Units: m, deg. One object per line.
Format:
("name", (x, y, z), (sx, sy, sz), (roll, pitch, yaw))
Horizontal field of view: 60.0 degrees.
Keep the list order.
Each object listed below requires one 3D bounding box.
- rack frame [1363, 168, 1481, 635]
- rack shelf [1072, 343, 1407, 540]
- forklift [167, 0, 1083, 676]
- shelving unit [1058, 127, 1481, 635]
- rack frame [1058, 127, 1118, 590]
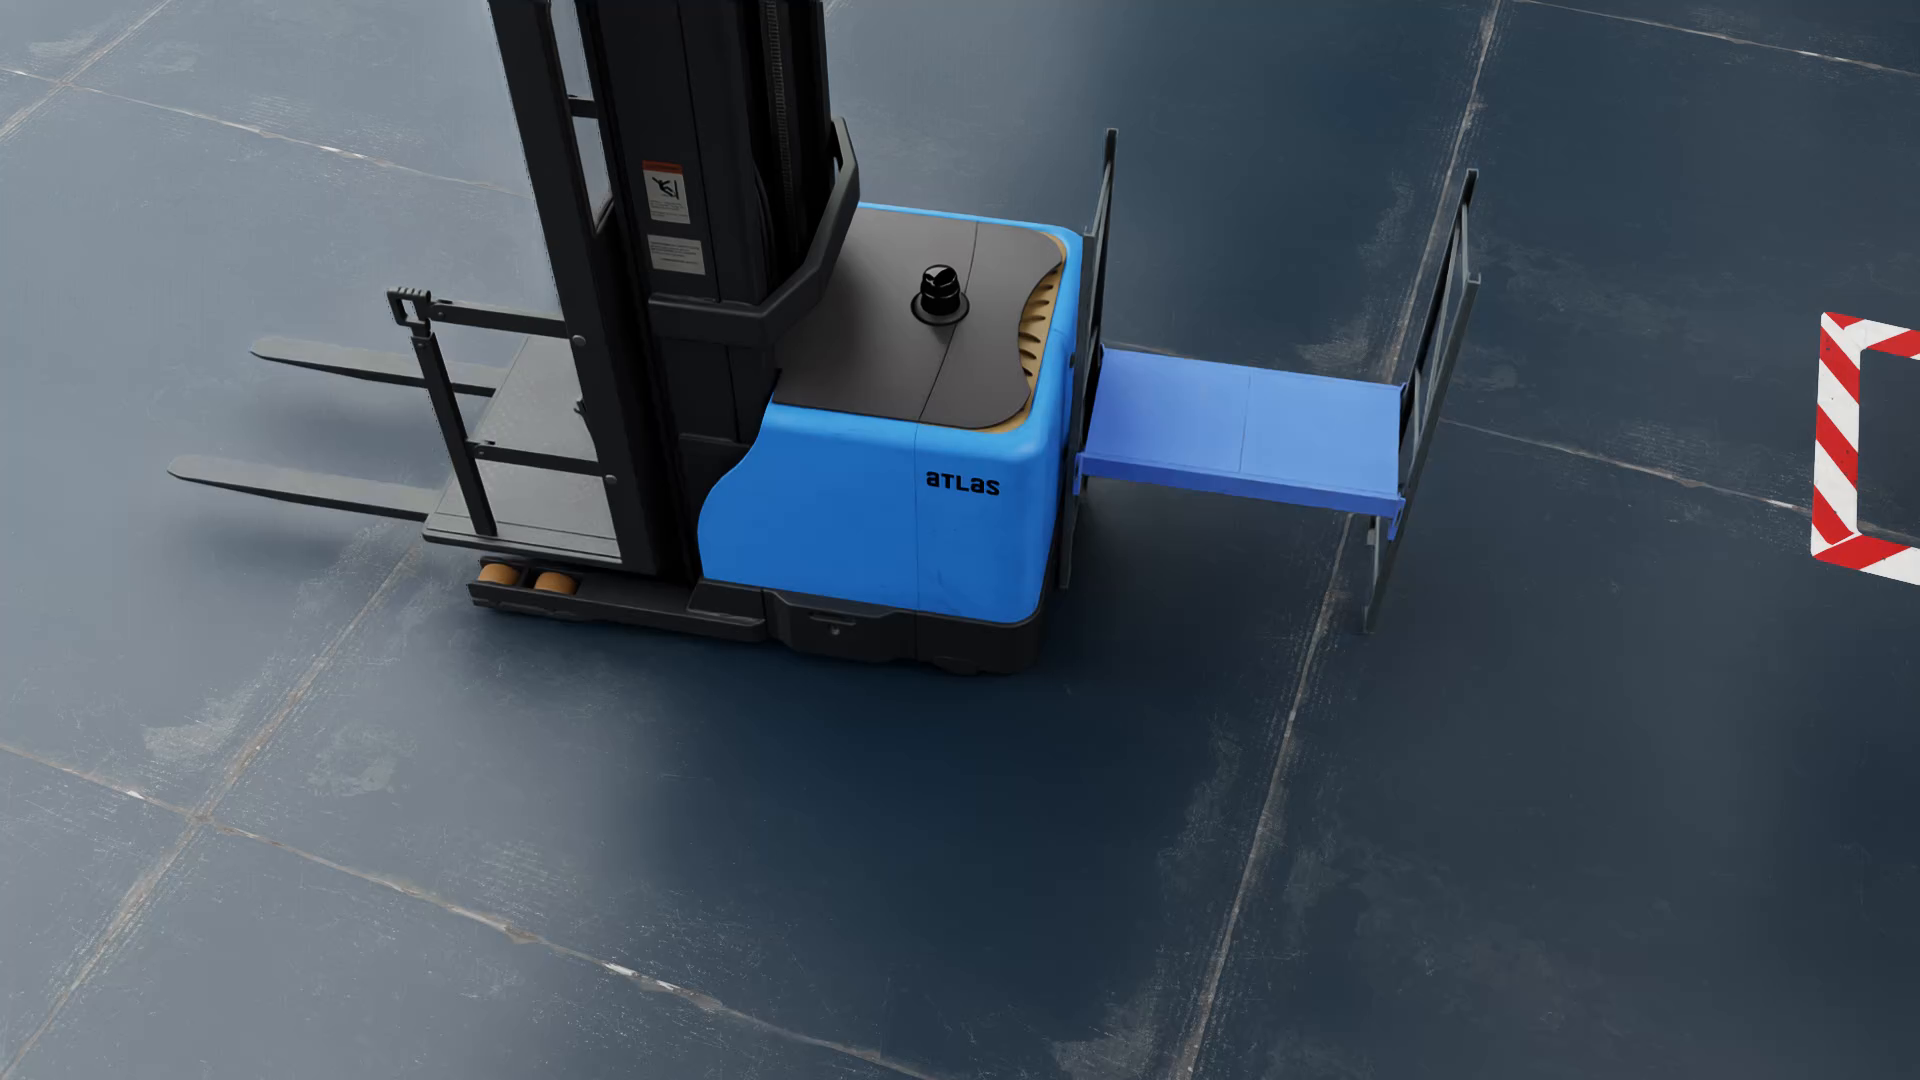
("rack frame", (1.393, -0.366, 5.075), (0.032, 1.500, 0.500), (8, 50, 7))
("rack shelf", (0.893, -0.321, 5.274), (1.000, 0.185, 0.538), (8, 50, 7))
("forklift", (-1.154, -1.081, 4.747), (3.031, 2.935, 1.130), (8, 50, 7))
("shelving unit", (0.893, -0.439, 5.138), (1.048, 1.500, 0.538), (8, 50, 7))
("rack frame", (0.394, -0.512, 5.201), (0.032, 1.500, 0.500), (8, 50, 7))
